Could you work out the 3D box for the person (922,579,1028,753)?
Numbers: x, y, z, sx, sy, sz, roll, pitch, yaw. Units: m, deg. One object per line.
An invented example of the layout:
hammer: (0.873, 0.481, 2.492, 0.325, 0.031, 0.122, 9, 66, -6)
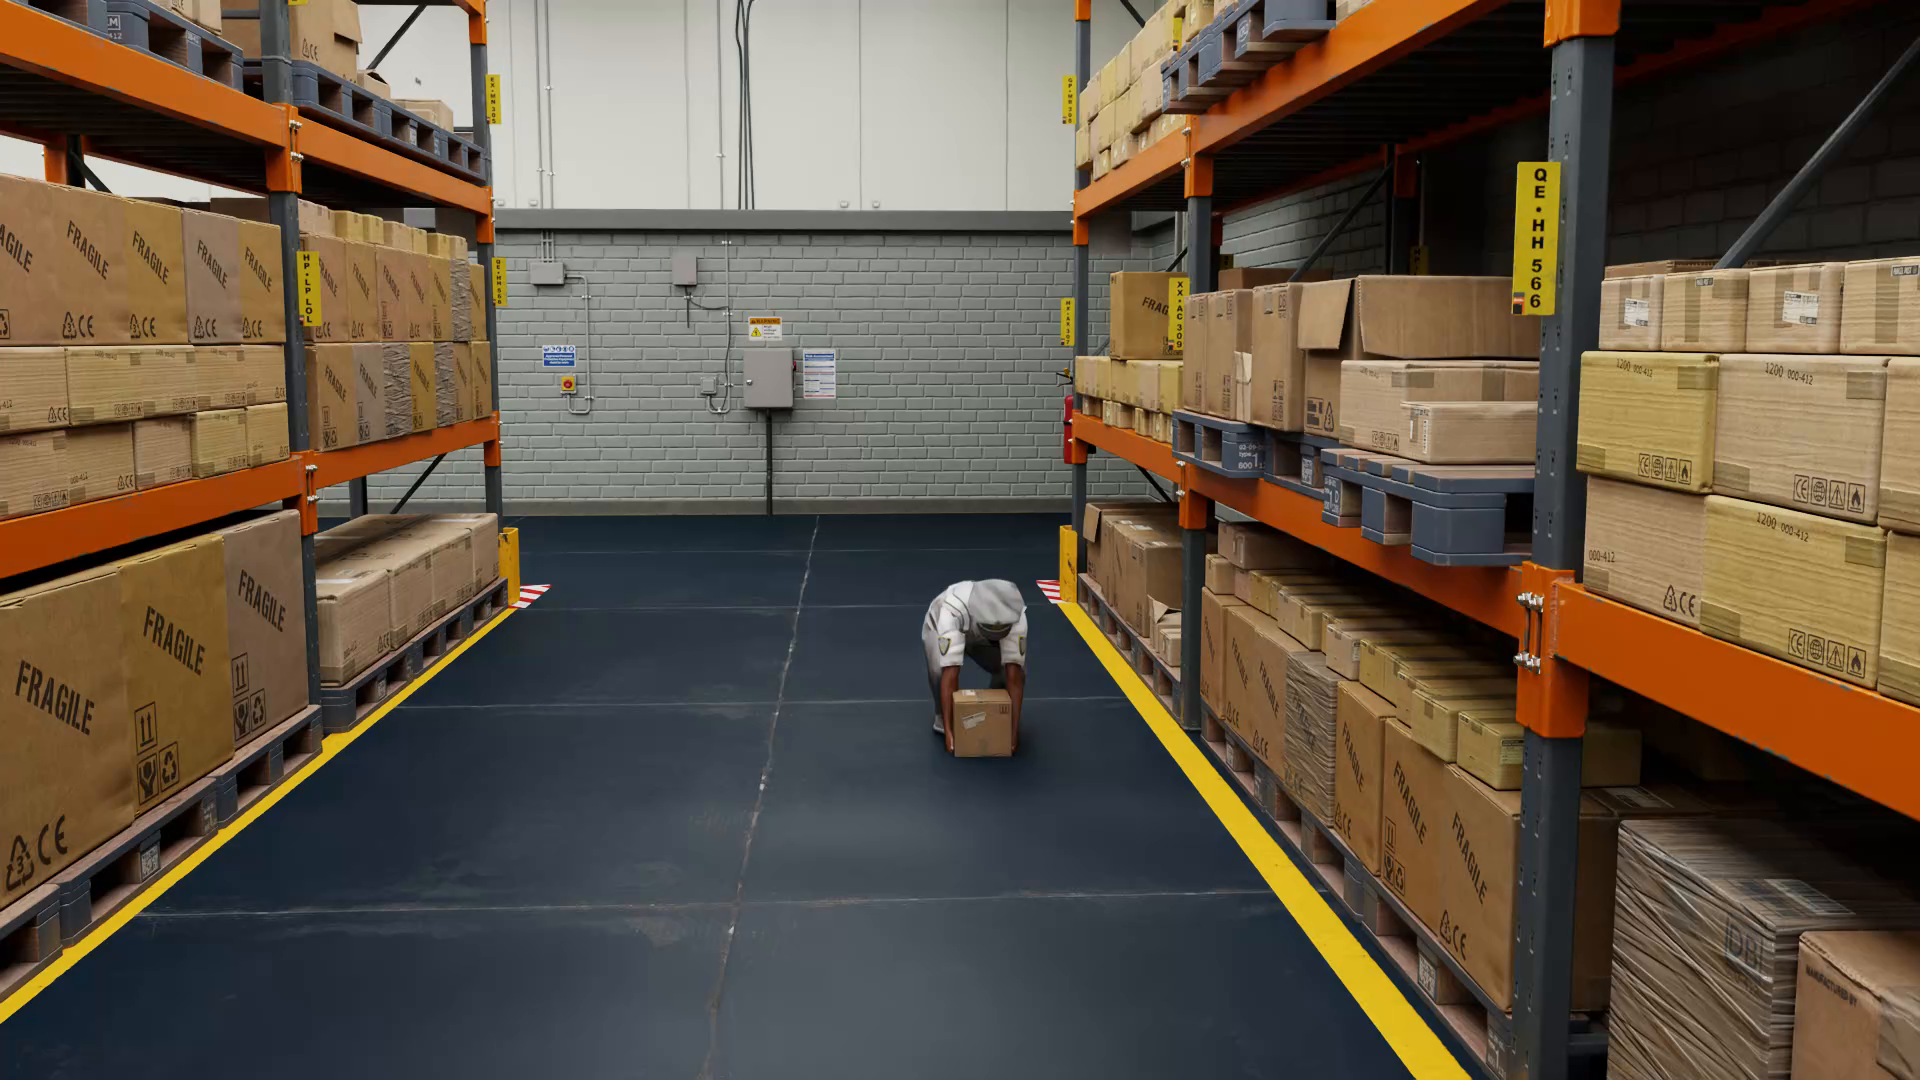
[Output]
person: (0.074, 0.545, 7.677, 0.459, 0.822, 0.907, -1, 7, -7)
